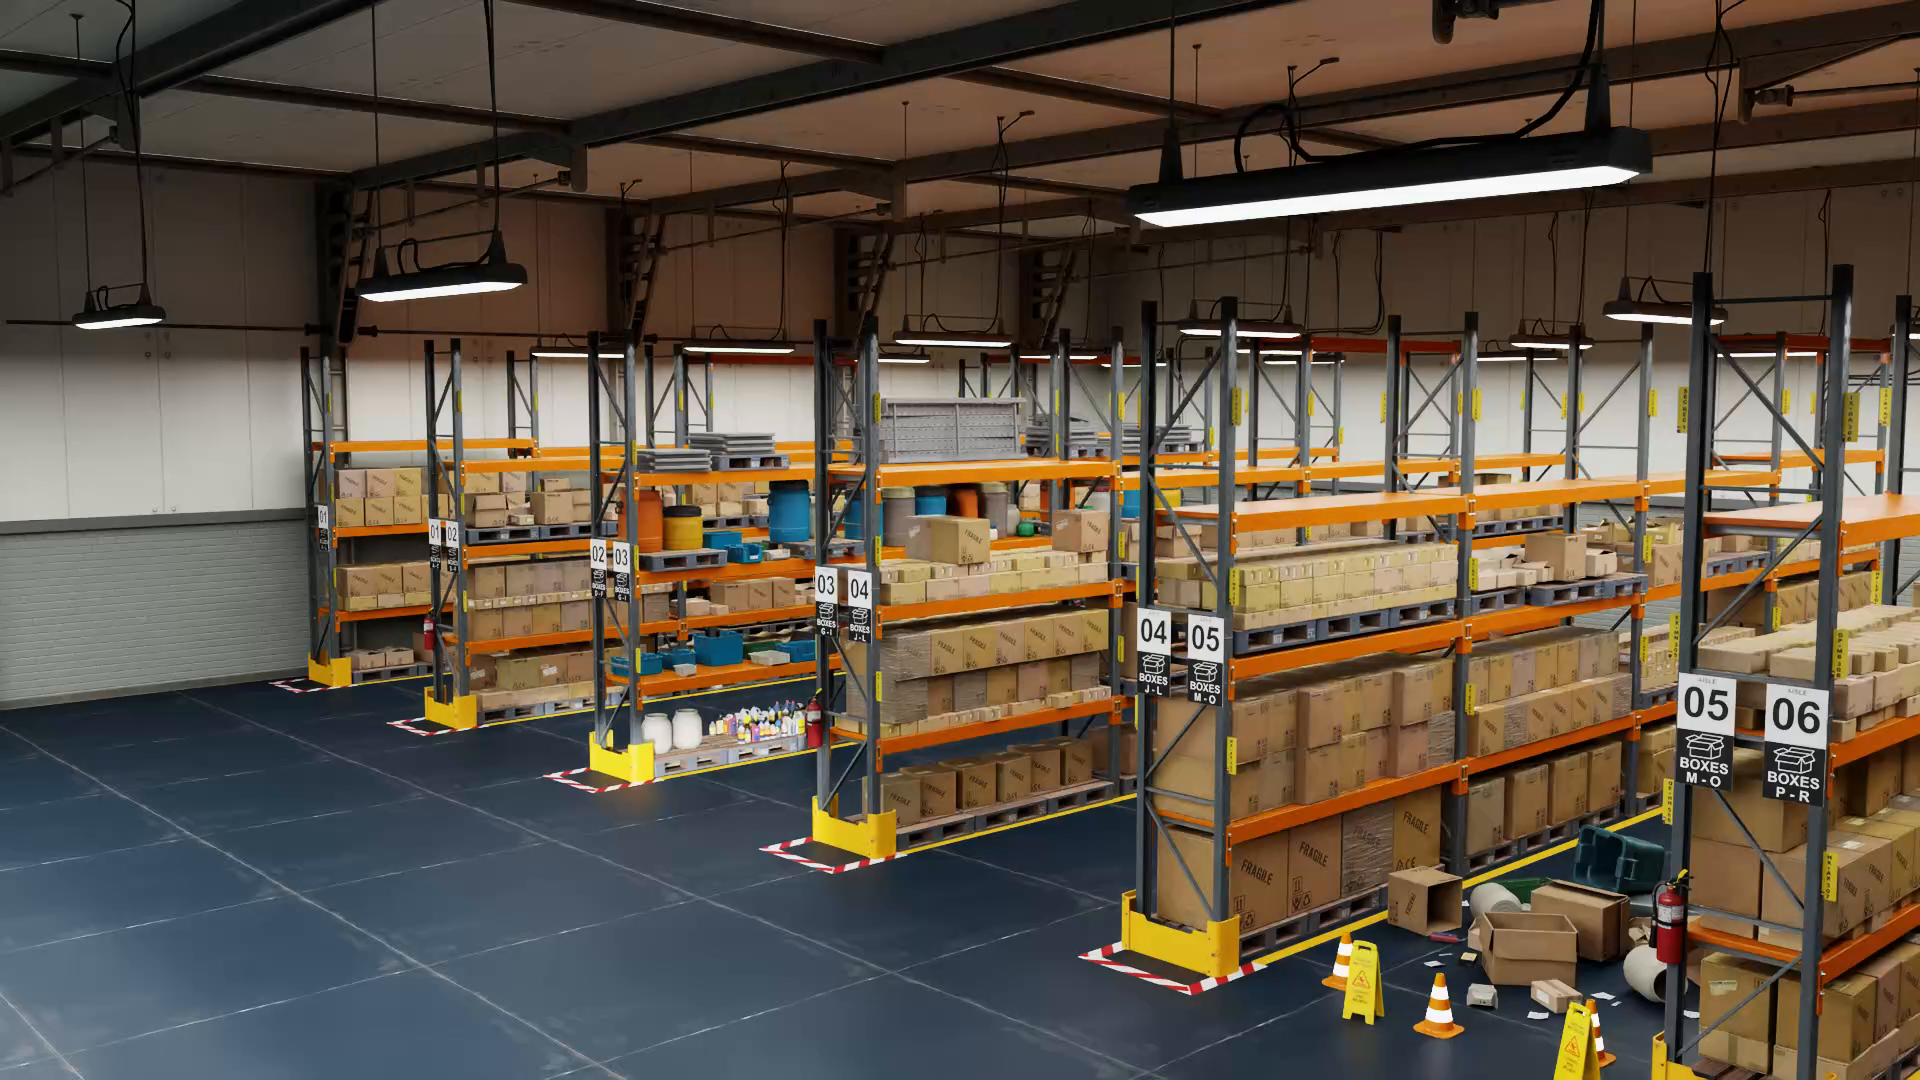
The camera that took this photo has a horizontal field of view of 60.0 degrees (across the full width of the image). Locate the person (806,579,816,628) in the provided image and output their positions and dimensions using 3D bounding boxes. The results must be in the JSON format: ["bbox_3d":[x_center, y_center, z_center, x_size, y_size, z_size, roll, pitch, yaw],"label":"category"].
[{"bbox_3d":[-2.817,1.476,33.591,0.992,1.512,0.694,-5,7,-42],"label":"person"}]
